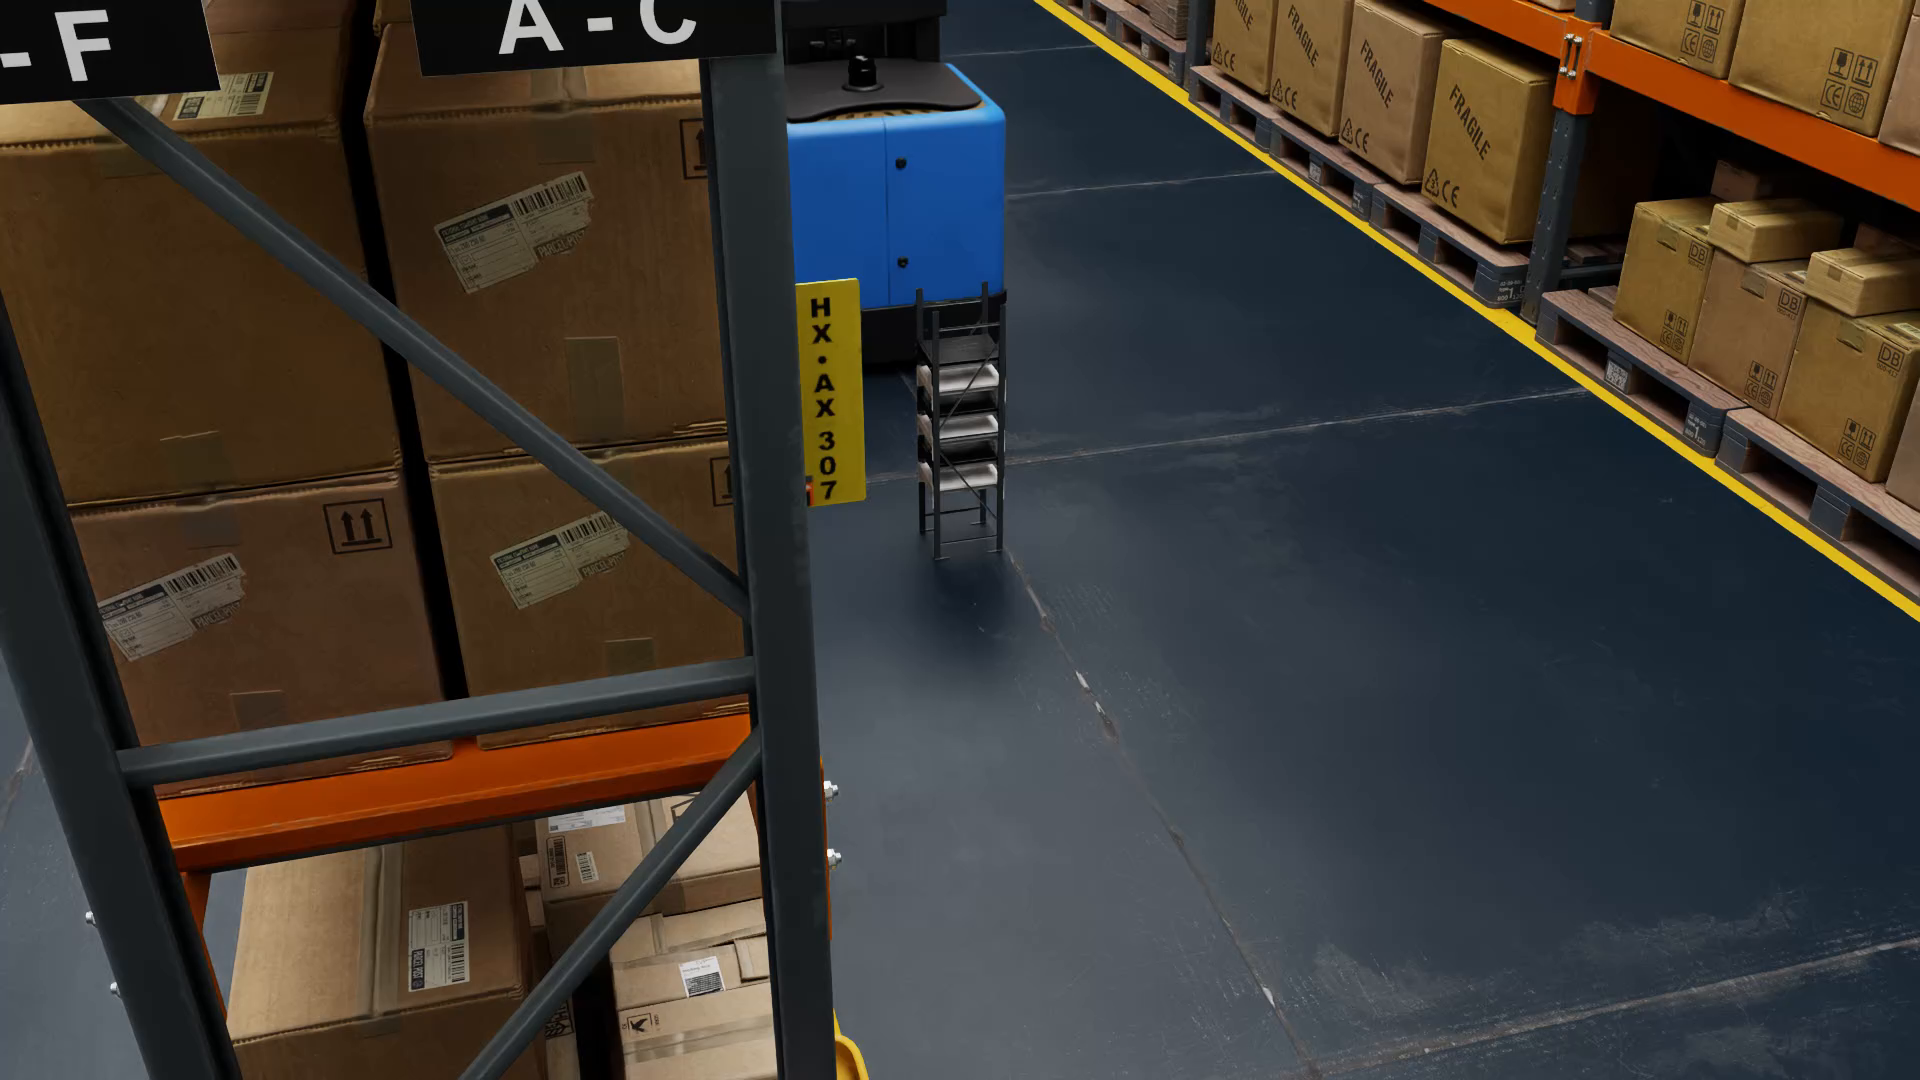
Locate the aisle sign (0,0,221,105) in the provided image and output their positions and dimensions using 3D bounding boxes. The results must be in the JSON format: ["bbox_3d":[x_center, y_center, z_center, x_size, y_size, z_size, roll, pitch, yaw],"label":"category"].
[{"bbox_3d":[-0.980,-0.796,1.535,0.394,0.787,0.004,-8,31,-13],"label":"aisle sign"}]

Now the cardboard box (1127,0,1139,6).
[{"bbox_3d":[1.524,-4.218,12.100,0.700,0.500,0.500,-8,31,-14],"label":"cardboard box"}]

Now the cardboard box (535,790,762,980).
[{"bbox_3d":[-0.706,0.714,3.828,0.500,0.250,0.500,-8,31,-13],"label":"cardboard box"}]

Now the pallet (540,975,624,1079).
[{"bbox_3d":[-0.935,1.041,3.741,1.003,0.211,1.213,-8,31,-13],"label":"pallet"}]

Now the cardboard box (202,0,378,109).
[{"bbox_3d":[-1.220,-0.643,2.768,0.500,0.500,0.500,-7,31,-12],"label":"cardboard box"}]

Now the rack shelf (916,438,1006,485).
[{"bbox_3d":[0.002,-0.279,5.580,0.258,0.077,0.200,-8,31,-13],"label":"rack shelf"}]

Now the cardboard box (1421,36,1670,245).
[{"bbox_3d":[2.713,-1.885,7.738,0.750,0.750,0.750,-7,31,-13],"label":"cardboard box"}]

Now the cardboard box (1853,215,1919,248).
[{"bbox_3d":[3.476,-1.057,6.011,0.380,0.149,0.250,-9,31,-15],"label":"cardboard box"}]

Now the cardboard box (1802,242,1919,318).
[{"bbox_3d":[3.164,-0.901,5.740,0.380,0.149,0.250,-9,31,-15],"label":"cardboard box"}]

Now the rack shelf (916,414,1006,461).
[{"bbox_3d":[0.002,-0.357,5.534,0.258,0.077,0.200,-8,31,-13],"label":"rack shelf"}]

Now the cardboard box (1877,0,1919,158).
[{"bbox_3d":[3.530,-1.499,5.046,0.980,0.700,0.700,-9,31,-16],"label":"cardboard box"}]

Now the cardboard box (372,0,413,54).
[{"bbox_3d":[-0.712,-0.721,2.904,0.500,0.500,0.500,-8,31,-13],"label":"cardboard box"}]

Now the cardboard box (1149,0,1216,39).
[{"bbox_3d":[1.708,-3.718,11.235,0.700,0.500,0.500,-7,31,-13],"label":"cardboard box"}]

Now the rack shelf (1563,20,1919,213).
[{"bbox_3d":[3.542,-1.059,5.304,1.077,0.370,4.000,-8,31,-13],"label":"rack shelf"}]

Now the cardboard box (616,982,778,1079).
[{"bbox_3d":[-0.482,1.051,3.346,0.380,0.149,0.250,-8,31,-13],"label":"cardboard box"}]

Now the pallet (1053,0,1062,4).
[{"bbox_3d":[1.096,-4.618,13.517,1.003,0.211,1.213,-8,31,-13],"label":"pallet"}]

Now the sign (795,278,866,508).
[{"bbox_3d":[-0.179,-0.191,2.222,0.100,0.325,0.005,-8,31,-13],"label":"sign"}]

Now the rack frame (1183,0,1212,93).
[{"bbox_3d":[1.949,-4.268,10.130,1.000,3.000,0.127,-8,31,-13],"label":"rack frame"}]

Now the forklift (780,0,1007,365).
[{"bbox_3d":[-0.696,-2.674,7.443,1.130,2.935,3.031,-8,31,-14],"label":"forklift"}]

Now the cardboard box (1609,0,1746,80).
[{"bbox_3d":[3.139,-2.202,6.261,0.980,0.700,0.700,-7,31,-13],"label":"cardboard box"}]

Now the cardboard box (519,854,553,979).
[{"bbox_3d":[-1.105,0.854,3.669,0.380,0.166,0.250,-8,31,-13],"label":"cardboard box"}]

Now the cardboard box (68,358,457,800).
[{"bbox_3d":[-1.084,0.032,2.600,0.500,0.500,0.500,-7,31,-12],"label":"cardboard box"}]

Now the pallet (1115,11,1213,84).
[{"bbox_3d":[1.743,-3.439,11.481,1.003,0.211,1.213,-8,31,-13],"label":"pallet"}]

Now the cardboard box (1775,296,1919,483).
[{"bbox_3d":[3.375,-0.570,5.817,0.700,0.500,0.500,-7,31,-12],"label":"cardboard box"}]

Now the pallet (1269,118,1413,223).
[{"bbox_3d":[2.406,-2.083,9.138,1.003,0.211,1.213,-8,31,-13],"label":"pallet"}]

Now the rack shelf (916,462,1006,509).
[{"bbox_3d":[0.002,-0.201,5.625,0.258,0.077,0.200,-8,31,-13],"label":"rack shelf"}]

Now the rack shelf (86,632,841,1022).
[{"bbox_3d":[-1.233,-0.399,4.163,1.077,0.370,4.000,-8,31,-13],"label":"rack shelf"}]

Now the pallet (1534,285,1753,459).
[{"bbox_3d":[3.137,-0.752,6.839,1.003,0.211,1.213,-8,31,-13],"label":"pallet"}]

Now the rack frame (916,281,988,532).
[{"bbox_3d":[-0.025,-0.435,5.603,0.240,0.900,0.006,-8,31,-13],"label":"rack frame"}]

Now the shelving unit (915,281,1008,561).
[{"bbox_3d":[0.002,-0.386,5.518,0.258,0.900,0.210,-8,31,-13],"label":"shelving unit"}]

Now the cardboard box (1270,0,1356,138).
[{"bbox_3d":[2.244,-2.723,9.187,0.750,0.750,0.750,-8,31,-14],"label":"cardboard box"}]

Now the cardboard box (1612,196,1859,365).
[{"bbox_3d":[3.111,-1.062,6.666,0.700,0.500,0.500,-7,31,-13],"label":"cardboard box"}]
